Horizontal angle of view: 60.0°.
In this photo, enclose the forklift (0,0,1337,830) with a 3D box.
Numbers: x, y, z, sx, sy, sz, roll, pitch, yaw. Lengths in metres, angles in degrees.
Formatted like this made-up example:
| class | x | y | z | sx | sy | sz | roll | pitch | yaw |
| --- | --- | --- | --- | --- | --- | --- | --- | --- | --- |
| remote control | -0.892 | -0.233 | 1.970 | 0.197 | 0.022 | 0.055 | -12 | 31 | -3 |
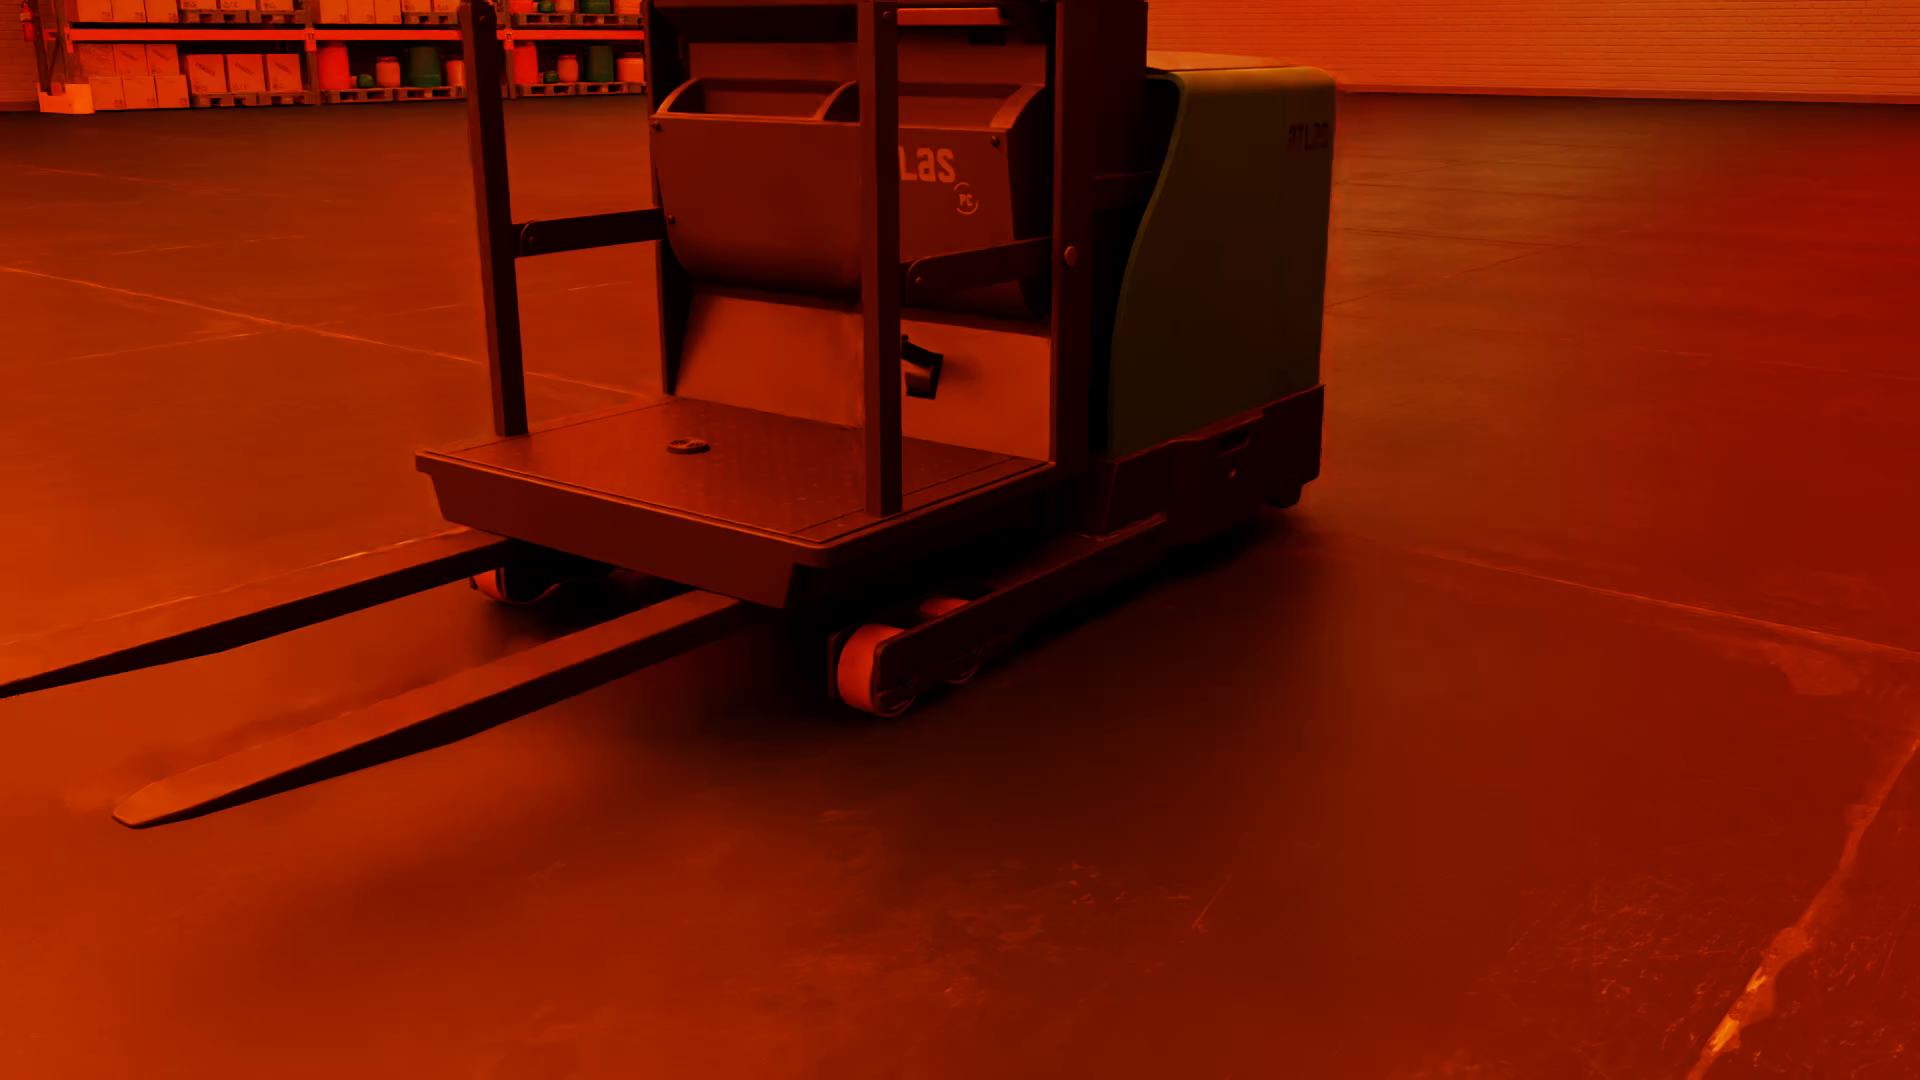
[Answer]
| class | x | y | z | sx | sy | sz | roll | pitch | yaw |
| --- | --- | --- | --- | --- | --- | --- | --- | --- | --- |
| forklift | -0.368 | -1.251 | 3.016 | 1.130 | 2.935 | 3.031 | 12 | 21 | 35 |
